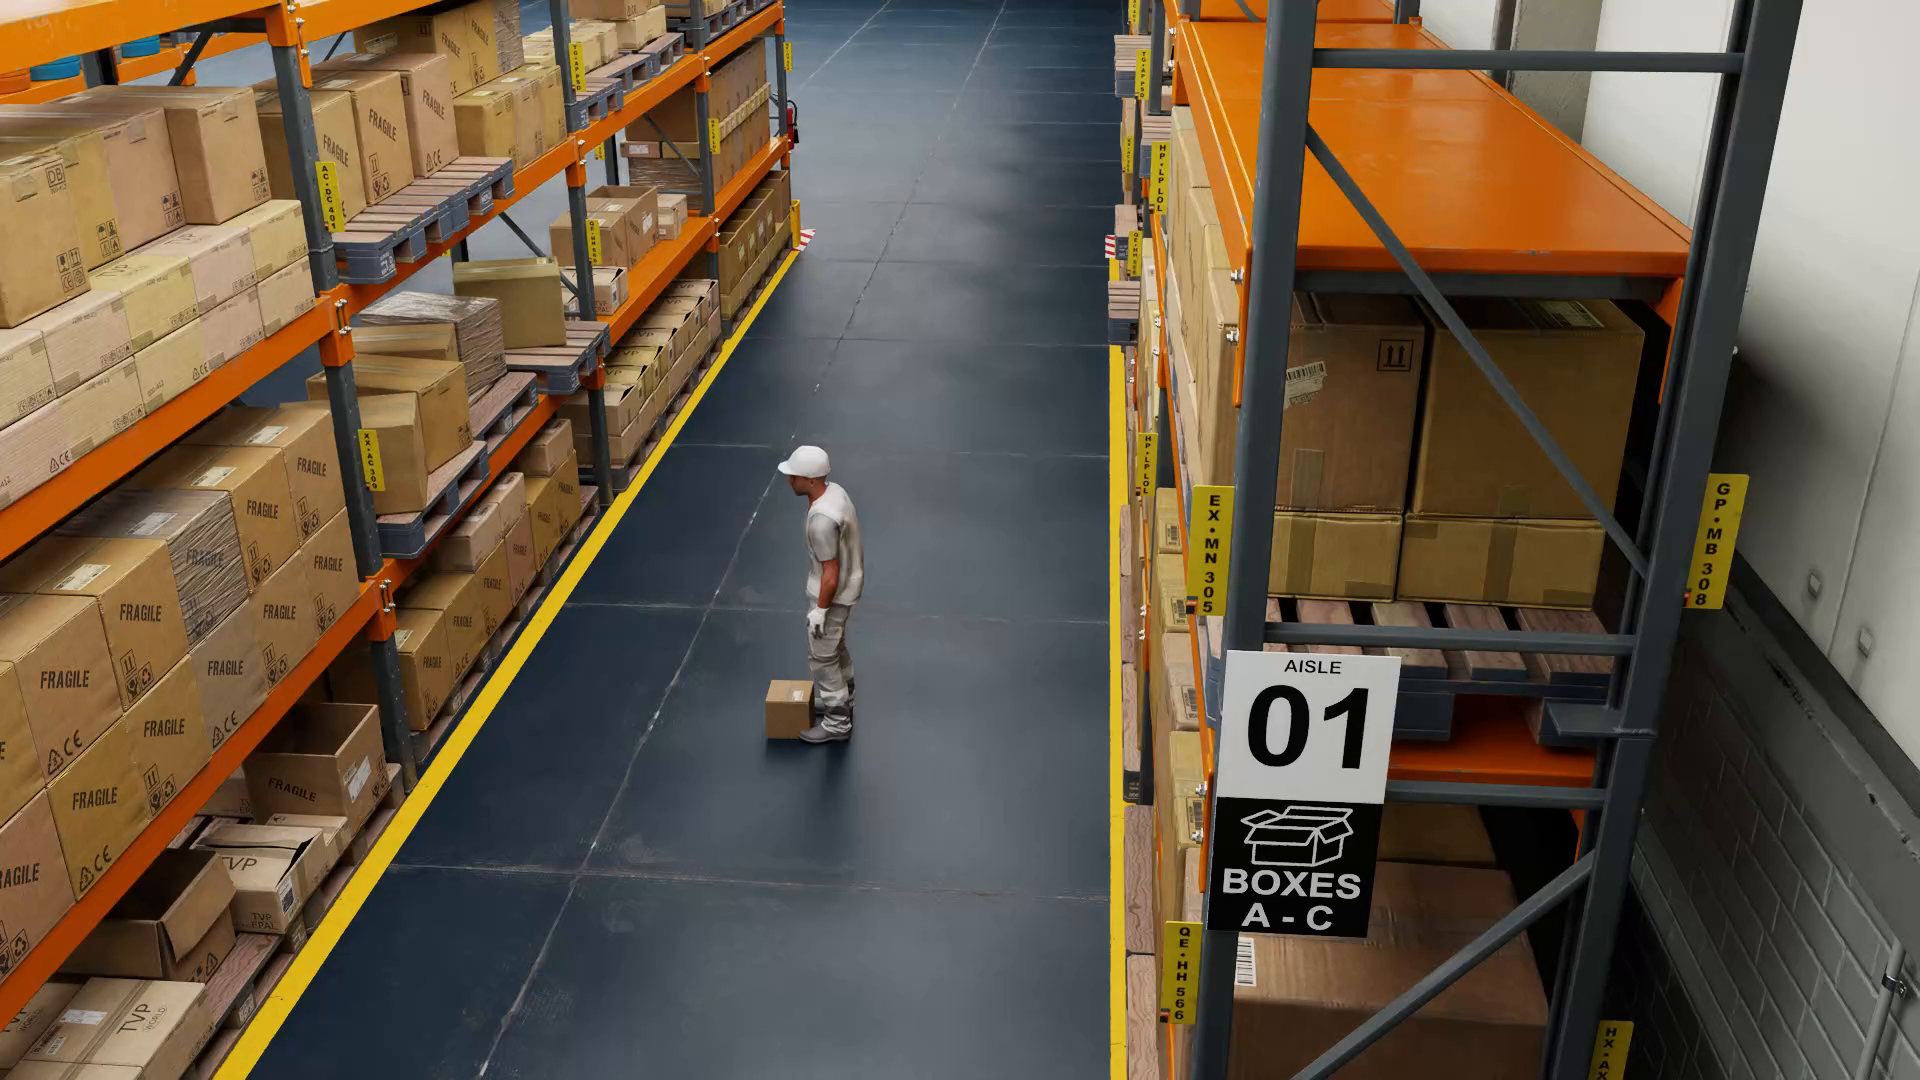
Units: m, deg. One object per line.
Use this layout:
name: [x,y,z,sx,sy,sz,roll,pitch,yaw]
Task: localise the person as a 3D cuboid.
person: [-0.759,0.299,9.332,0.448,1.780,0.619,0,24,1]
